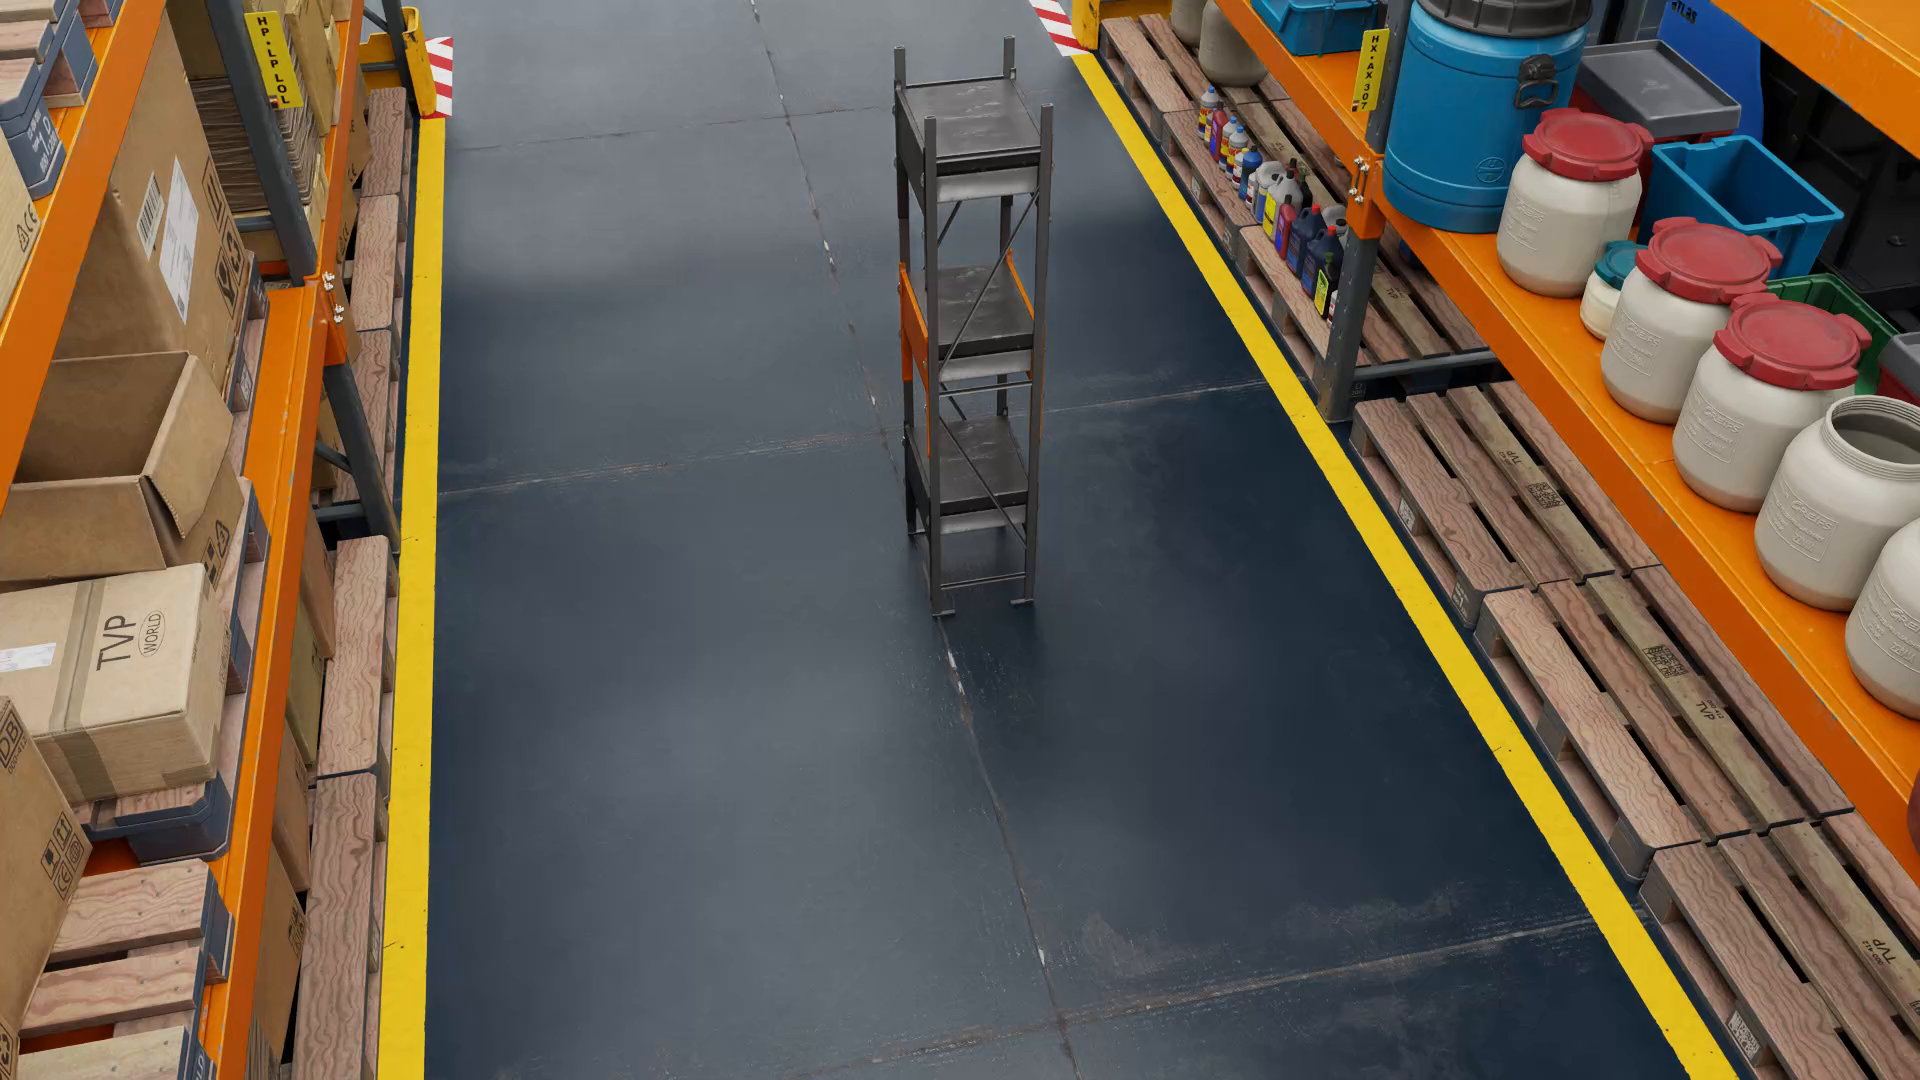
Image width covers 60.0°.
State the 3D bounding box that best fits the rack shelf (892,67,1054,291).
[{"bbox_3d":[0.036,-1.191,5.476,0.431,0.518,0.480,-8,42,-9],"label":"rack shelf"}]

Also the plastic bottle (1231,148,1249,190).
[{"bbox_3d":[1.428,-1.877,8.382,0.097,0.201,0.097,0,42,0],"label":"plastic bottle"}]

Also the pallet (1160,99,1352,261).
[{"bbox_3d":[1.716,-1.928,8.764,1.003,0.211,1.213,-8,42,-9],"label":"pallet"}]

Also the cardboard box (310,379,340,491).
[{"bbox_3d":[-2.796,-0.515,6.637,0.500,0.500,0.500,-10,42,-11],"label":"cardboard box"}]

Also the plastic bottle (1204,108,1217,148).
[{"bbox_3d":[1.333,-2.161,8.702,0.097,0.201,0.097,0,42,0],"label":"plastic bottle"}]

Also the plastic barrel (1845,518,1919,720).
[{"bbox_3d":[2.520,0.177,4.207,0.421,0.512,0.421,0,42,0],"label":"plastic barrel"}]

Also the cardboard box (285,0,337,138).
[{"bbox_3d":[-2.859,-1.806,6.226,0.875,0.500,0.500,-8,42,-9],"label":"cardboard box"}]

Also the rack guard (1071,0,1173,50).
[{"bbox_3d":[1.286,-3.353,10.151,1.175,0.500,0.348,-8,42,-9],"label":"rack guard"}]

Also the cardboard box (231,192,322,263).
[{"bbox_3d":[-2.502,-1.116,5.937,0.380,0.149,0.250,-8,42,-9],"label":"cardboard box"}]

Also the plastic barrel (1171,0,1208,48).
[{"bbox_3d":[1.440,-3.141,9.587,0.421,0.512,0.421,0,42,0],"label":"plastic barrel"}]

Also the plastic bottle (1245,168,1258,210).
[{"bbox_3d":[1.472,-1.744,8.232,0.097,0.201,0.097,0,42,0],"label":"plastic bottle"}]

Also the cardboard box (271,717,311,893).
[{"bbox_3d":[-2.432,0.818,5.121,0.700,0.500,0.500,-12,43,-13],"label":"cardboard box"}]

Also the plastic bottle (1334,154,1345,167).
[{"bbox_3d":[1.988,-2.034,8.558,0.097,0.201,0.097,0,42,0],"label":"plastic bottle"}]

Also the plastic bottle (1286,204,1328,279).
[{"bbox_3d":[1.625,-1.412,7.745,0.144,0.351,0.185,-10,43,-11],"label":"plastic bottle"}]

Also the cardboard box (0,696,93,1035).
[{"bbox_3d":[-2.259,0.679,3.334,0.700,0.500,0.500,-3,42,-3],"label":"cardboard box"}]

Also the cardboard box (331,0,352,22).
[{"bbox_3d":[-2.923,-2.414,7.400,0.380,0.149,0.250,-8,42,-9],"label":"cardboard box"}]

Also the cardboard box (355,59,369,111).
[{"bbox_3d":[-3.494,-2.436,8.801,0.500,0.500,0.500,-1,42,-1],"label":"cardboard box"}]

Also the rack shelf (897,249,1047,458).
[{"bbox_3d":[0.036,-0.668,5.941,0.431,0.518,0.480,-8,42,-9],"label":"rack shelf"}]

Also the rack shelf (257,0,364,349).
[{"bbox_3d":[-3.181,-2.055,7.348,1.077,0.370,4.000,-8,42,-9],"label":"rack shelf"}]

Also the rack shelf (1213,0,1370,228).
[{"bbox_3d":[1.656,-2.765,8.147,1.077,0.370,4.000,-8,42,-9],"label":"rack shelf"}]

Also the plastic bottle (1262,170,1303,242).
[{"bbox_3d":[1.556,-1.621,7.981,0.144,0.351,0.185,-9,42,-10],"label":"plastic bottle"}]

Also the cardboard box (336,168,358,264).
[{"bbox_3d":[-3.215,-1.645,7.910,0.500,0.500,0.500,-5,42,-5],"label":"cardboard box"}]

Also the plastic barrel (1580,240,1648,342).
[{"bbox_3d":[2.223,-0.806,5.503,0.301,0.262,0.301,0,42,0],"label":"plastic barrel"}]

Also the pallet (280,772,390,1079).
[{"bbox_3d":[-2.313,1.312,5.113,1.003,0.211,1.213,-8,42,-9],"label":"pallet"}]

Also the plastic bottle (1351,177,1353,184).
[{"bbox_3d":[2.046,-1.827,8.269,0.152,0.276,0.135,-8,42,-9],"label":"plastic bottle"}]

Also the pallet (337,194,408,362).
[{"bbox_3d":[-3.195,-1.208,7.952,1.003,0.211,1.213,-8,42,-9],"label":"pallet"}]

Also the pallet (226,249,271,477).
[{"bbox_3d":[-2.726,-0.440,5.131,1.003,0.211,1.213,-8,42,-9],"label":"pallet"}]

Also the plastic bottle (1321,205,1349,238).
[{"bbox_3d":[1.765,-1.422,7.812,0.152,0.276,0.135,-8,42,-9],"label":"plastic bottle"}]

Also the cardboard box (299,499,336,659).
[{"bbox_3d":[-2.637,0.143,5.880,0.700,0.500,0.500,-11,43,-13],"label":"cardboard box"}]

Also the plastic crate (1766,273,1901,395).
[{"bbox_3d":[2.739,-0.570,5.292,0.450,0.188,0.662,-8,42,-9],"label":"plastic crate"}]

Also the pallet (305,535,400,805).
[{"bbox_3d":[-2.580,0.519,6.006,1.003,0.211,1.213,-8,42,-9],"label":"pallet"}]

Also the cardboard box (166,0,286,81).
[{"bbox_3d":[-2.598,-1.879,5.554,0.500,0.500,0.500,-8,42,-9],"label":"cardboard box"}]

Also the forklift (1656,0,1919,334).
[{"bbox_3d":[4.446,-2.326,7.162,1.130,2.935,3.031,-9,42,-10],"label":"forklift"}]

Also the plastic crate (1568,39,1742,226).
[{"bbox_3d":[2.490,-1.492,6.123,0.402,0.464,0.583,-8,42,-9],"label":"plastic crate"}]

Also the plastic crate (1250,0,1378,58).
[{"bbox_3d":[1.583,-2.360,7.262,0.499,0.251,0.616,-8,42,-9],"label":"plastic crate"}]

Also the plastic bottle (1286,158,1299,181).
[{"bbox_3d":[1.628,-1.718,8.140,0.061,0.283,0.133,-8,42,-9],"label":"plastic bottle"}]

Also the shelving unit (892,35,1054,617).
[{"bbox_3d":[0.036,-0.678,5.932,0.431,2.100,0.503,-8,42,-9],"label":"shelving unit"}]

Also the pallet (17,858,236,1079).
[{"bbox_3d":[-2.143,1.190,3.294,1.213,0.211,1.003,-8,42,-9],"label":"pallet"}]

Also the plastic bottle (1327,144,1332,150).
[{"bbox_3d":[1.972,-2.169,8.648,0.061,0.283,0.133,-8,42,-9],"label":"plastic bottle"}]

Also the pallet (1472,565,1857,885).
[{"bbox_3d":[2.561,0.601,5.914,1.003,0.211,1.213,-8,42,-9],"label":"pallet"}]

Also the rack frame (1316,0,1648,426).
[{"bbox_3d":[2.087,-1.738,6.448,1.000,3.000,0.127,-8,42,-9],"label":"rack frame"}]

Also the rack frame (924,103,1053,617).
[{"bbox_3d":[0.088,-0.520,5.754,0.400,2.100,0.015,-8,42,-9],"label":"rack frame"}]

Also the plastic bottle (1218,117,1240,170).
[{"bbox_3d":[1.385,-2.033,8.504,0.097,0.271,0.097,0,42,0],"label":"plastic bottle"}]

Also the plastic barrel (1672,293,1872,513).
[{"bbox_3d":[2.331,-0.381,4.817,0.433,0.535,0.433,0,42,0],"label":"plastic barrel"}]

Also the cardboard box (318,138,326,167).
[{"bbox_3d":[-2.624,-1.438,6.300,0.380,0.149,0.250,-8,42,-9],"label":"cardboard box"}]

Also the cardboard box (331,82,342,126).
[{"bbox_3d":[-2.701,-1.767,6.670,0.380,0.149,0.250,-8,42,-9],"label":"cardboard box"}]

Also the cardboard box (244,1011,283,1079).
[{"bbox_3d":[-2.182,1.546,4.300,0.700,0.500,0.500,-12,43,-13],"label":"cardboard box"}]

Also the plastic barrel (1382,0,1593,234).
[{"bbox_3d":[1.875,-1.631,5.951,0.600,0.901,0.708,-8,42,-9],"label":"plastic barrel"}]

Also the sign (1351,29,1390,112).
[{"bbox_3d":[1.548,-1.769,6.275,0.100,0.325,0.005,-8,42,-9],"label":"sign"}]

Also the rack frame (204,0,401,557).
[{"bbox_3d":[-2.749,-1.028,5.648,1.000,3.000,0.127,-8,42,-9],"label":"rack frame"}]

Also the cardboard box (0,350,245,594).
[{"bbox_3d":[-2.285,-0.113,4.224,0.797,0.503,0.637,-4,42,-5],"label":"cardboard box"}]

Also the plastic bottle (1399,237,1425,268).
[{"bbox_3d":[2.177,-1.474,7.814,0.144,0.351,0.185,-8,42,-9],"label":"plastic bottle"}]

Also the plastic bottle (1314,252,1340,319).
[{"bbox_3d":[1.661,-1.151,7.502,0.061,0.283,0.133,-6,42,-7],"label":"plastic bottle"}]
